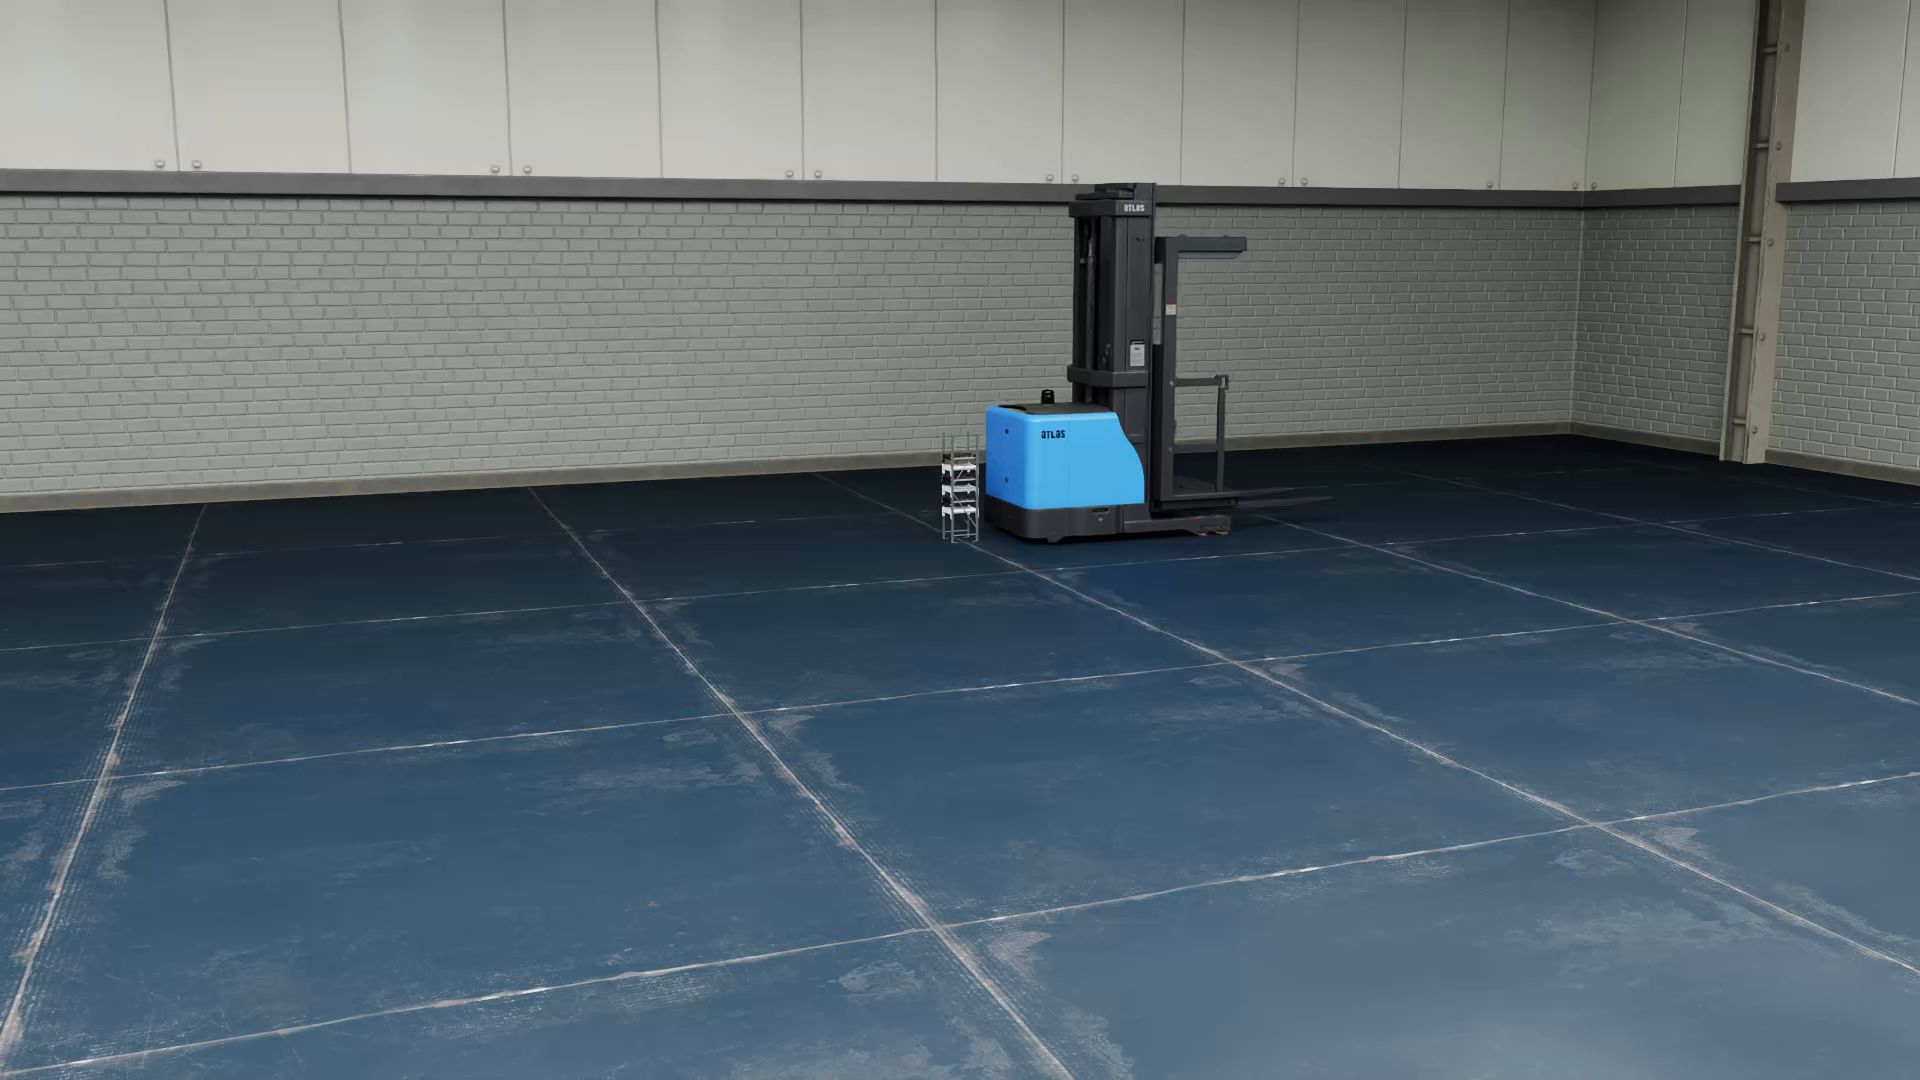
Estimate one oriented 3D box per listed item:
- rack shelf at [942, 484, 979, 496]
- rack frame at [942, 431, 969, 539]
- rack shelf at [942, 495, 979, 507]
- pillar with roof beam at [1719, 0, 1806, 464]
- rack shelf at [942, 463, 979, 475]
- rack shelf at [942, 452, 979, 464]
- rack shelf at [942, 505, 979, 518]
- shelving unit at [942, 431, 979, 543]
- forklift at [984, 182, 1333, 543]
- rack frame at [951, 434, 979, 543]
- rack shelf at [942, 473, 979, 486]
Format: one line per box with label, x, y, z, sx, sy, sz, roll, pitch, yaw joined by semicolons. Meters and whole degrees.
rack shelf;0.003;-0.409;13.840;0.258;0.077;0.200;-4;11;-21
rack frame;-0.034;-0.458;13.927;0.240;0.900;0.006;-4;11;-21
rack shelf;0.003;-0.320;13.855;0.258;0.077;0.200;-4;11;-21
pillar with roof beam;4.919;-5.057;16.656;9.100;9.000;0.400;-4;11;-21
rack shelf;0.003;-0.586;13.808;0.258;0.077;0.200;-4;11;-21
rack shelf;0.003;-0.675;13.792;0.258;0.077;0.200;-4;11;-21
rack shelf;0.003;-0.232;13.871;0.258;0.077;0.200;-4;11;-21
shelving unit;0.003;-0.442;13.834;0.258;0.900;0.210;-4;11;-21
forklift;1.781;-1.558;14.308;3.031;2.935;1.130;-4;11;-20
rack frame;0.040;-0.425;13.741;0.240;0.900;0.006;-4;11;-21
rack shelf;0.003;-0.498;13.824;0.258;0.077;0.200;-4;11;-21
